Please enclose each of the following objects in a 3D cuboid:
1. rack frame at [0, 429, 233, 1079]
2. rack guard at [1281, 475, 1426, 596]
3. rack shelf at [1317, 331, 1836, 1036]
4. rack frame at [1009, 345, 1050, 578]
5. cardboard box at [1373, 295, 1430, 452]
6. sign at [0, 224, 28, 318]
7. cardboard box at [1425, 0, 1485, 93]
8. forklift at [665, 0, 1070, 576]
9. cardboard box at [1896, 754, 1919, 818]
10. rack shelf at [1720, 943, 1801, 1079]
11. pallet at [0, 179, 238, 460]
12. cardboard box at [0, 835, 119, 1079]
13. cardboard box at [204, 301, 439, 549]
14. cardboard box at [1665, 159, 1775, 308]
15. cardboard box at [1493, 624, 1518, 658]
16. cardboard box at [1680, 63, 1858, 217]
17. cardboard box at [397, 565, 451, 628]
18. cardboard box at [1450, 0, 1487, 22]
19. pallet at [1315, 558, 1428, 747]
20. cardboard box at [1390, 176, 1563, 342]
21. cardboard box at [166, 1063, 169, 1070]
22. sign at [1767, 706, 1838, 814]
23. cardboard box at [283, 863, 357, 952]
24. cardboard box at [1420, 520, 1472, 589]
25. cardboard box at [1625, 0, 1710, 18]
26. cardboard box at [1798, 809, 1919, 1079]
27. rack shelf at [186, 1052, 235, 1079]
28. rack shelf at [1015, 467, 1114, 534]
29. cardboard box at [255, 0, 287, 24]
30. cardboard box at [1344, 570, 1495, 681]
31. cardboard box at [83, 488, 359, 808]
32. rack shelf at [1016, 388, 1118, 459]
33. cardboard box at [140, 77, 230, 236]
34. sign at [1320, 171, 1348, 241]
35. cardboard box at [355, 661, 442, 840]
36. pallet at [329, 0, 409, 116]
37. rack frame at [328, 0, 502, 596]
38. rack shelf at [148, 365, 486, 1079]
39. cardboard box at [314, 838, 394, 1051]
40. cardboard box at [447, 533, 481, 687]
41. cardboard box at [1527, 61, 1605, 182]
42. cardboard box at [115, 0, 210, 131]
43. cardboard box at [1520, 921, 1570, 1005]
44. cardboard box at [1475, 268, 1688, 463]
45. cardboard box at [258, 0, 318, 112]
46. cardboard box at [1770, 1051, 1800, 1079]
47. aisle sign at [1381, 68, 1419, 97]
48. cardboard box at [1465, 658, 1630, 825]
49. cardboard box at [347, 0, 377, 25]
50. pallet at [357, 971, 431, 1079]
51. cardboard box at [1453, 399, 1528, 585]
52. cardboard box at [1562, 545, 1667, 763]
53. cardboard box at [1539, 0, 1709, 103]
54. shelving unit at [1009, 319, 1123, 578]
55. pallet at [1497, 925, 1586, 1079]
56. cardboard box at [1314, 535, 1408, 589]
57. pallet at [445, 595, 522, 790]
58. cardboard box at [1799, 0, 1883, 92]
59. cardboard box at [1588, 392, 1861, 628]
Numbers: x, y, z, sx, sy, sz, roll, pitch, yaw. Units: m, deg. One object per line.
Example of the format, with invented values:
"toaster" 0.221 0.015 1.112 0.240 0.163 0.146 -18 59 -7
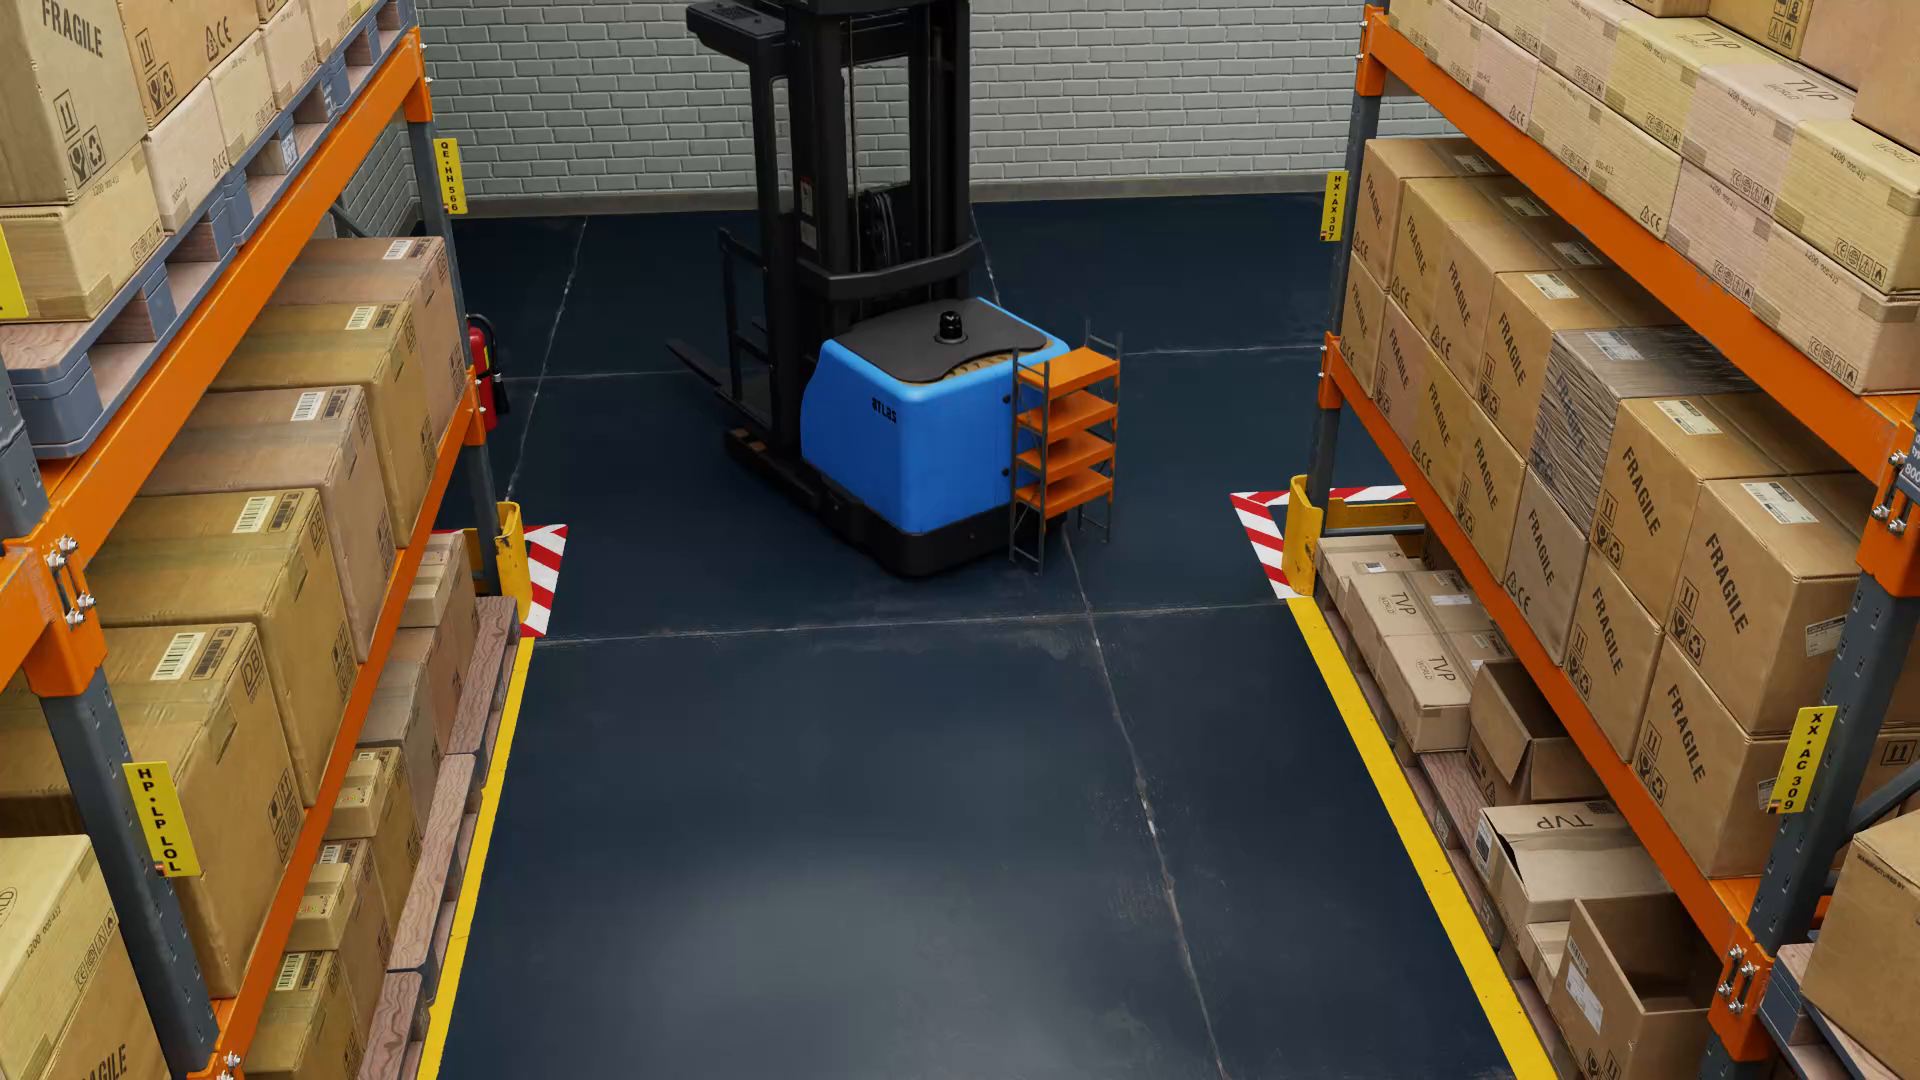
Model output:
"rack frame" -2.327 1.122 3.946 1.000 3.000 0.127 -3 31 -5
"rack guard" 2.238 -0.047 8.342 1.175 0.500 0.348 -3 31 -5
"rack shelf" 2.418 0.171 6.241 1.077 0.370 4.000 -3 31 -5
"rack frame" 0.337 -0.369 8.197 0.015 1.200 0.240 -24 38 -34
"cardboard box" 2.063 -0.700 6.899 0.500 0.500 0.500 -3 31 -5
"sign" -1.788 -0.554 3.015 0.100 0.325 0.005 -3 31 -5
"cardboard box" 2.059 -1.852 6.147 0.500 0.250 0.500 -3 31 -5
"forklift" -0.696 -1.782 8.876 1.130 2.935 3.031 -20 36 -30
"cardboard box" 2.828 0.567 4.779 0.500 0.500 0.500 -2 31 -3
"rack shelf" 2.791 2.213 2.822 1.077 0.370 4.000 -3 31 -5
"pallet" -2.393 -0.546 3.900 1.003 0.211 1.213 -3 31 -5
"cardboard box" -2.029 0.847 3.268 0.500 0.250 0.500 -2 31 -3
"cardboard box" -2.564 -0.418 6.232 0.980 0.700 0.700 -3 31 -5
"cardboard box" 2.258 -0.832 4.438 0.500 0.250 0.500 -3 31 -5
"cardboard box" 2.586 0.585 7.099 0.500 0.250 0.500 -3 31 -5
"cardboard box" 2.245 -1.046 4.309 0.500 0.250 0.500 -3 31 -5
"cardboard box" -2.318 0.234 6.828 0.380 0.149 0.250 -2 31 -3
"cardboard box" 2.059 -2.067 6.019 0.500 0.250 0.500 -3 31 -5
"pallet" 2.313 0.484 7.734 1.003 0.211 1.213 -3 31 -5
"cardboard box" 2.066 -1.126 6.637 0.500 0.500 0.500 -2 31 -4
"cardboard box" -2.479 1.433 4.821 0.380 0.149 0.250 -3 31 -5
"sign" 2.065 0.541 4.075 0.100 0.325 0.005 -3 31 -5
"cardboard box" -2.145 1.166 5.268 0.380 0.149 0.250 -2 31 -3
"cardboard box" 2.527 -0.009 7.849 0.500 0.500 0.500 -3 31 -5
"cardboard box" 2.364 -1.888 4.989 0.700 0.500 0.500 -3 31 -5
"cardboard box" 2.426 0.912 3.790 0.700 0.500 0.500 -13 33 -21
"rack shelf" -2.140 2.452 2.421 1.077 0.370 4.000 -3 31 -5
"rack shelf" 0.522 -0.223 8.471 0.480 0.148 0.258 -24 38 -34
"cardboard box" -2.268 -1.806 4.831 0.500 0.500 0.500 -4 31 -7
"cardboard box" 2.046 0.379 7.443 0.500 0.250 0.500 -3 31 -5
"cardboard box" -2.424 0.343 4.959 0.980 0.700 0.700 -4 31 -6
"rack shelf" 0.523 -0.585 8.254 0.480 0.148 0.258 -24 38 -34
"cardboard box" -2.163 -0.951 4.131 0.500 0.250 0.500 -3 31 -6
"sign" 1.690 -1.505 7.500 0.100 0.325 0.005 -3 31 -5
"cardboard box" -2.442 0.838 6.451 0.700 0.500 0.500 -4 31 -6
"pallet" -2.621 -1.791 5.985 1.003 0.211 1.213 -3 31 -5
"rack frame" -2.701 -0.920 7.365 1.000 3.000 0.127 -3 31 -5
"rack shelf" -2.514 0.410 5.840 1.077 0.370 4.000 -3 31 -5
"cardboard box" -2.339 1.372 5.557 0.700 0.500 0.500 -3 31 -5
"cardboard box" -2.536 0.325 7.308 0.700 0.500 0.500 -3 31 -5
"cardboard box" 2.161 -1.342 5.293 0.500 0.250 0.500 -3 31 -5
"cardboard box" -2.169 -1.286 3.960 0.500 0.500 0.500 -3 31 -6
"cardboard box" 2.174 1.452 5.745 0.380 0.149 0.250 -3 31 -5
"cardboard box" 2.156 -0.611 5.775 0.500 0.500 0.500 -3 31 -5
"cardboard box" -2.265 -1.474 5.007 0.500 0.250 0.500 -4 31 -6
"cardboard box" 2.781 1.624 5.299 0.500 0.311 0.500 -3 31 -5
"aisle sign" 1.932 -2.296 7.134 0.394 0.787 0.004 -3 31 -5
"cardboard box" 2.424 0.807 6.479 0.797 0.503 0.637 -3 31 -5
"cardboard box" -2.368 -2.005 5.896 0.500 0.250 0.500 -2 31 -3
"pallet" -2.320 1.927 5.317 1.003 0.211 1.213 -3 31 -5
"cardboard box" 2.152 -0.188 6.042 0.500 0.500 0.500 -2 31 -4
"cardboard box" 2.253 0.334 5.168 0.500 0.500 0.500 -2 31 -3
"cardboard box" 2.155 -1.556 5.164 0.500 0.250 0.500 -3 31 -5
"shelving unit" 0.522 -0.451 8.334 0.503 1.200 0.258 -24 38 -34
"pallet" 2.541 1.729 5.649 1.003 0.211 1.213 -3 31 -5
"cardboard box" 1.928 0.106 7.998 0.380 0.149 0.250 -3 31 -5
"pallet" -2.548 0.682 7.403 1.003 0.211 1.213 -3 31 -5
"cardboard box" 2.615 -1.386 4.147 0.700 0.500 0.500 -3 31 -5
"cardboard box" 2.249 -0.096 4.914 0.500 0.500 0.500 -3 31 -6
